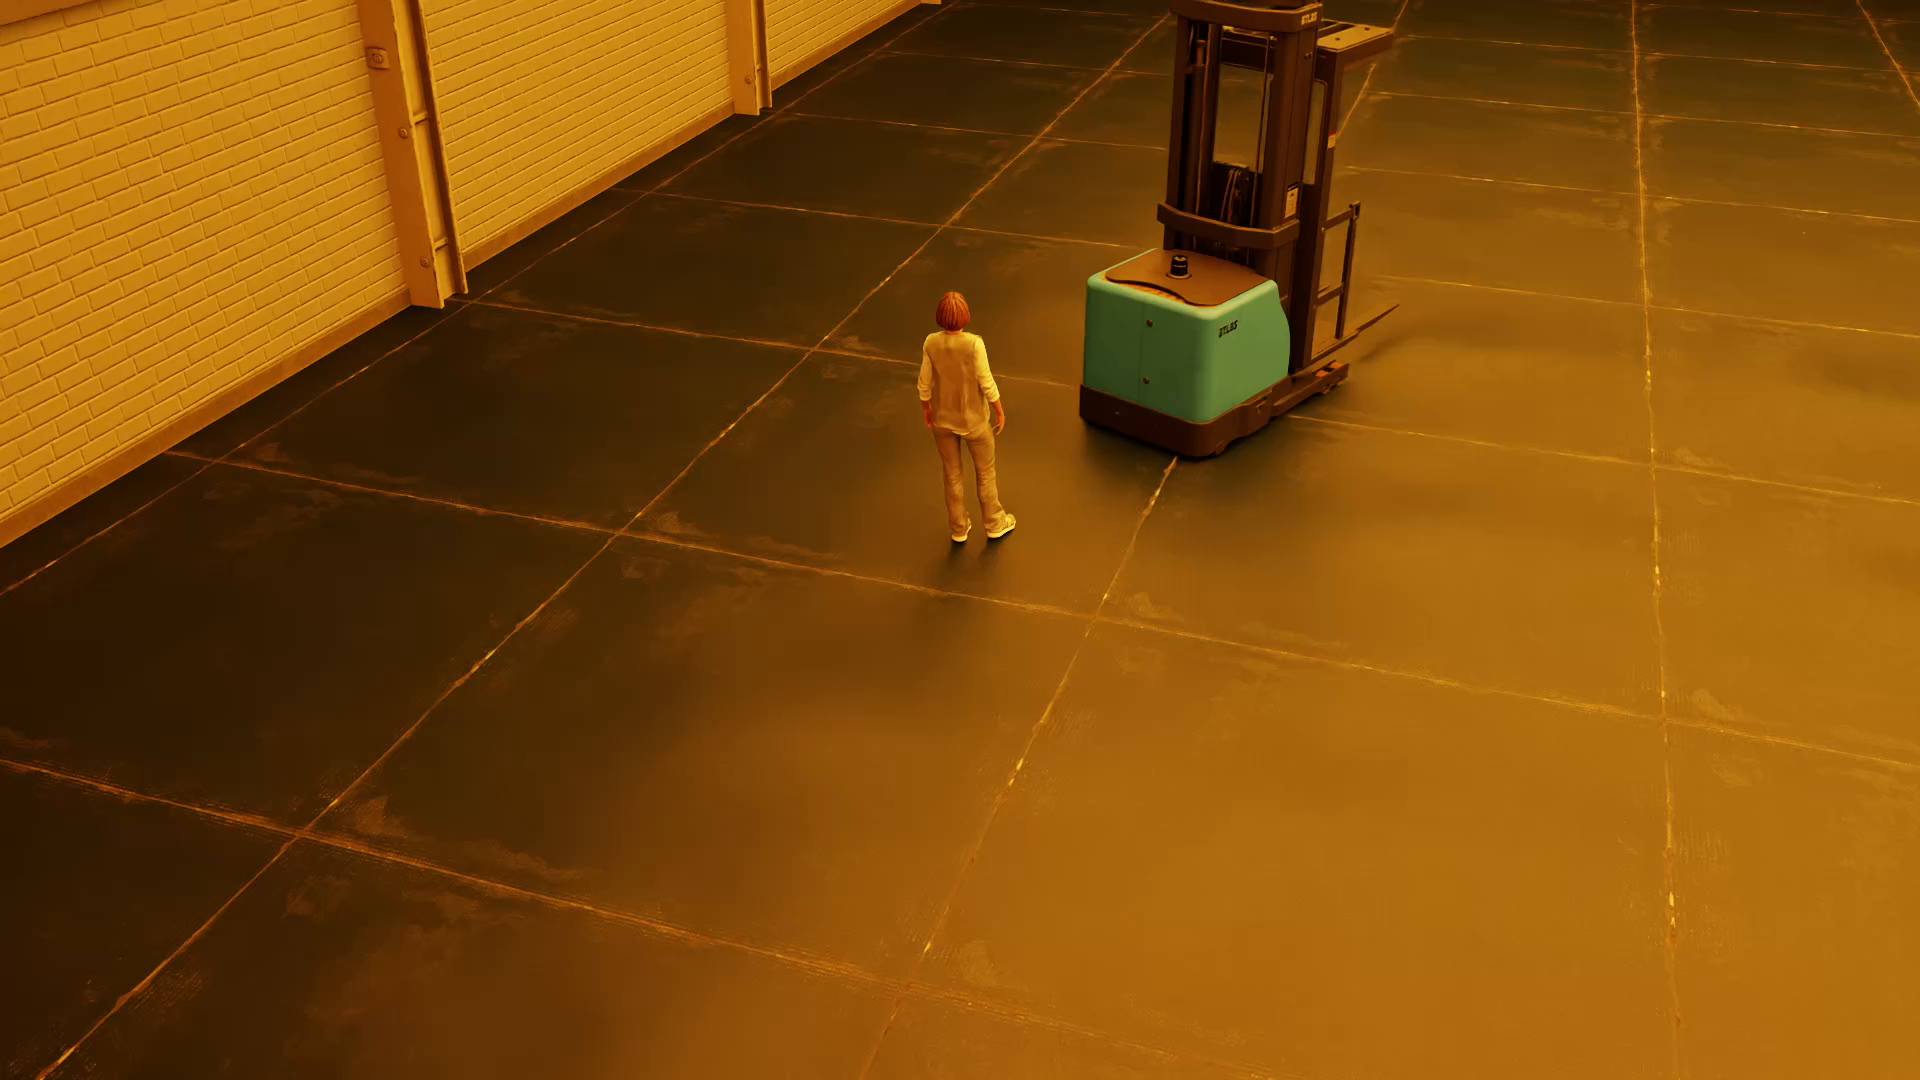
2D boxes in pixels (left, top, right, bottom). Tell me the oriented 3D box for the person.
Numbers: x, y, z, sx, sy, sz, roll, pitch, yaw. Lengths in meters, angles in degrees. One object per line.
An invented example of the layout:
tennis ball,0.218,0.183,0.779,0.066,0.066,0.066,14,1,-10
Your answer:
person,0.037,-0.733,9.755,0.521,1.599,0.473,10,31,16

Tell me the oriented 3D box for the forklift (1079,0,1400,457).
forklift,2.167,-2.469,11.468,1.130,2.935,3.031,23,37,35
